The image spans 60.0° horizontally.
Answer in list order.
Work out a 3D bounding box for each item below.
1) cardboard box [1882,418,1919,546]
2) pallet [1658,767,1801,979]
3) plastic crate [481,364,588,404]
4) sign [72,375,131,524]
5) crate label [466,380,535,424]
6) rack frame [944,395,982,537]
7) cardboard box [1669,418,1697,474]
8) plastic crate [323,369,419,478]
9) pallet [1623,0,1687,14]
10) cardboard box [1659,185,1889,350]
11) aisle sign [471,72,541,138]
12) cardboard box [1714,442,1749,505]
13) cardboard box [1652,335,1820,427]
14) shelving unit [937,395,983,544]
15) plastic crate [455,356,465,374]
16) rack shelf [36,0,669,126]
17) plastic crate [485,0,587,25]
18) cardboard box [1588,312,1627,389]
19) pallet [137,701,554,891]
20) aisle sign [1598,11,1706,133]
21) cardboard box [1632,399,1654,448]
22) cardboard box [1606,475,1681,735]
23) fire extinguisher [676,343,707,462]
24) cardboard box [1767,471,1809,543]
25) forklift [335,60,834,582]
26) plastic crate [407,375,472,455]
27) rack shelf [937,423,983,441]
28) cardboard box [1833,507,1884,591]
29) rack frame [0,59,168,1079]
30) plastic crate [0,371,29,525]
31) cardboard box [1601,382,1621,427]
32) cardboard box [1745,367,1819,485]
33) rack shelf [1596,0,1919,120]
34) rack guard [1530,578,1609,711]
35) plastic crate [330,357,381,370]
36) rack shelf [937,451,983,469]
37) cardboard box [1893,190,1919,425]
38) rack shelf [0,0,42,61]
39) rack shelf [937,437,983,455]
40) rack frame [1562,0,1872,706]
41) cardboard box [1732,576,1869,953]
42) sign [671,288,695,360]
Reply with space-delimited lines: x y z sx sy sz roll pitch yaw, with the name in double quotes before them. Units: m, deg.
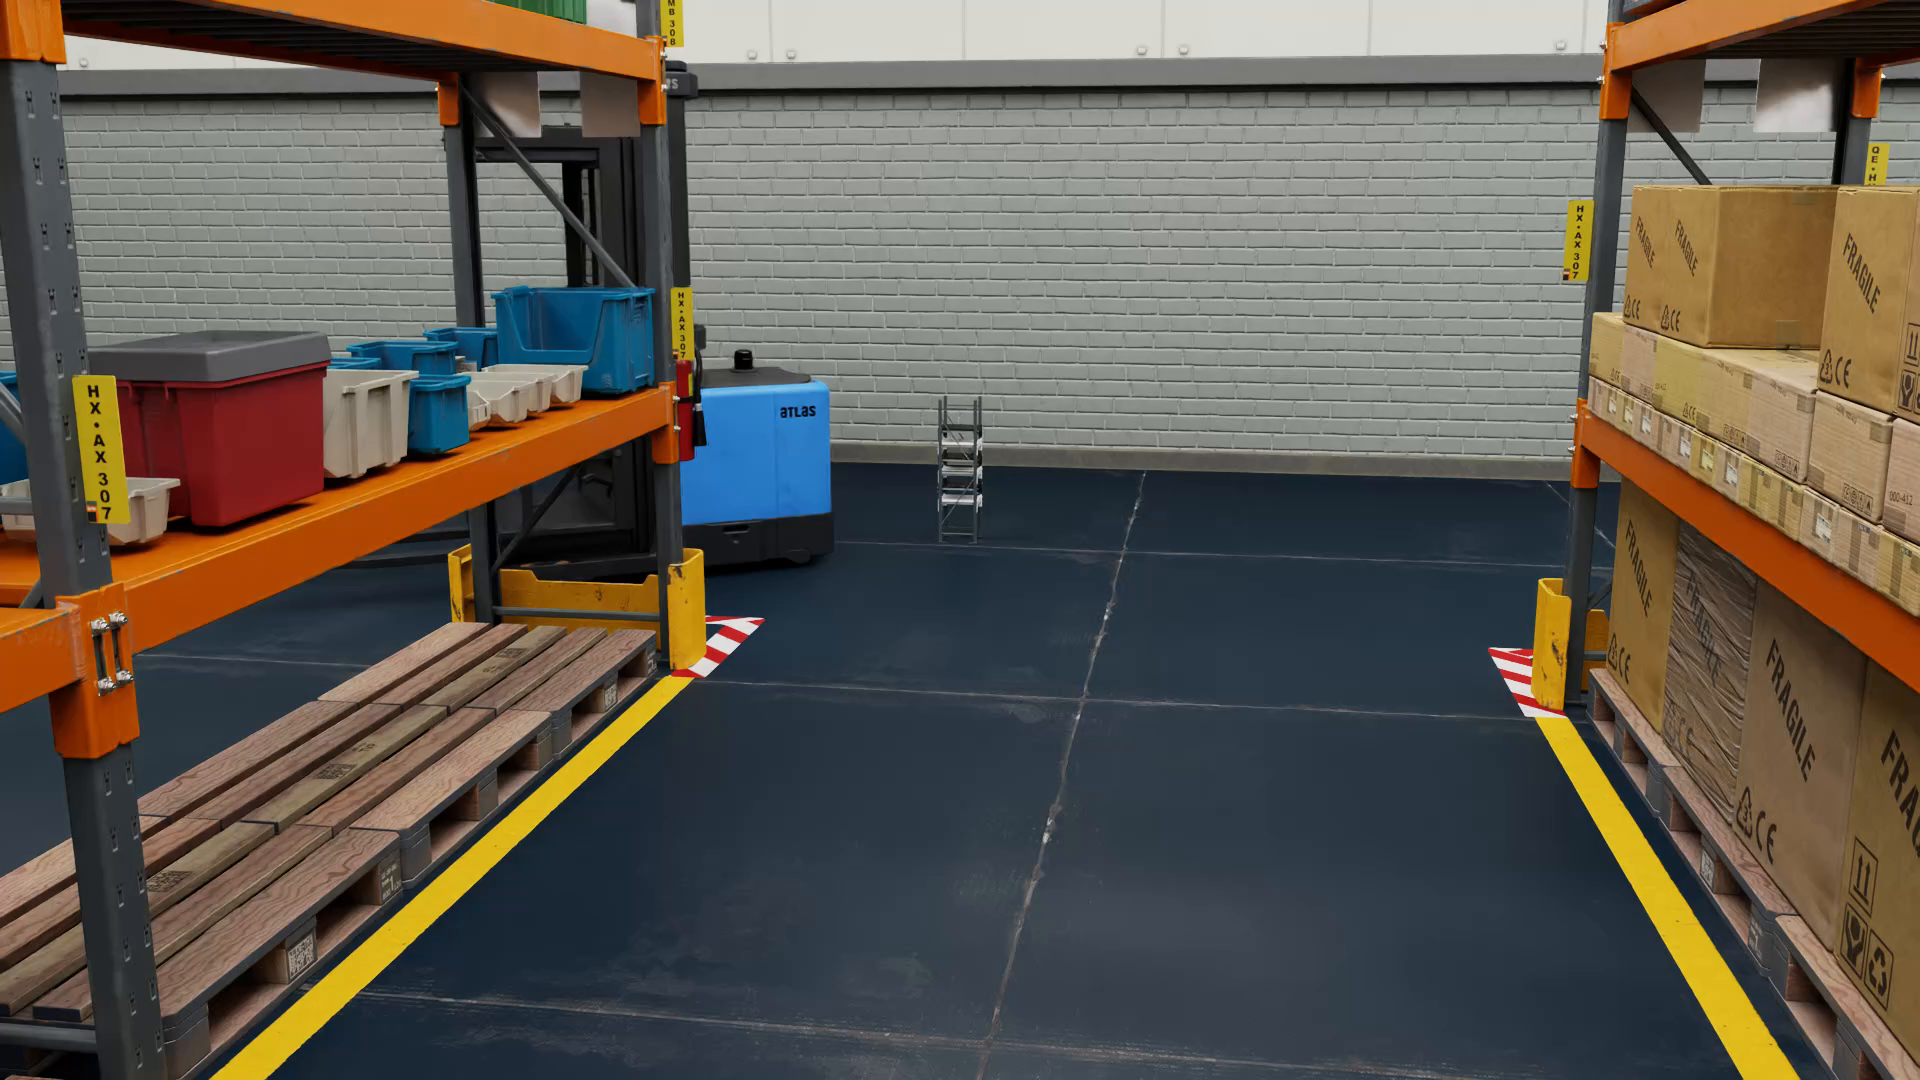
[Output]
"cardboard box" 2.287 -0.091 3.445 0.500 0.250 0.500 2 12 8
"pallet" 2.858 1.034 5.193 1.003 0.211 1.213 2 12 9
"plastic crate" -1.747 -0.636 6.810 0.396 0.136 0.243 2 12 9
"sign" -1.872 -0.196 3.626 0.100 0.325 0.005 2 12 9
"crate label" -1.824 -0.518 6.259 0.396 0.136 0.243 2 12 9
"rack frame" 0.017 -0.463 10.505 0.240 0.900 0.006 2 12 9
"cardboard box" 2.518 -0.297 5.350 0.380 0.149 0.250 2 12 8
"plastic crate" -1.999 -0.362 5.193 0.437 0.282 0.530 2 12 9
"pallet" 2.990 -2.019 5.834 1.003 0.211 1.213 2 12 9
"cardboard box" 2.603 -0.887 5.357 0.500 0.500 0.500 2 12 7
"aisle sign" -2.083 -2.207 7.444 0.394 0.787 0.004 2 12 9
"cardboard box" 2.439 -0.190 4.852 0.380 0.149 0.250 2 12 10
"cardboard box" 2.599 -0.519 5.432 0.500 0.250 0.500 1 12 7
"shelving unit" 0.001 -0.442 10.406 0.258 0.900 0.210 2 12 9
"plastic crate" -2.295 -0.707 7.138 0.250 0.136 0.298 2 12 9
"rack shelf" -2.108 -1.610 5.431 1.077 0.370 4.000 2 12 9
"plastic crate" -1.670 -2.060 6.314 0.450 0.188 0.336 2 12 9
"cardboard box" 2.753 -0.732 6.420 0.500 0.250 0.500 2 12 7
"pallet" -2.155 0.875 5.931 1.003 0.211 1.213 2 12 9
"aisle sign" 2.808 -2.047 6.699 0.394 0.787 0.004 2 12 9
"cardboard box" 2.597 -0.404 5.844 0.380 0.149 0.250 2 12 8
"cardboard box" 3.074 0.218 6.408 0.875 0.875 0.875 2 12 9
"fire extinguisher" -1.328 -0.708 7.728 0.296 0.674 0.183 2 12 9
"cardboard box" 2.360 -0.084 4.359 0.380 0.149 0.250 2 12 10
"forklift" -2.309 -1.262 9.390 3.031 2.935 1.130 -5 13 -23
"plastic crate" -1.863 -0.423 5.592 0.416 0.233 0.300 2 12 9
"rack shelf" 0.001 -0.673 10.357 0.258 0.077 0.200 2 12 9
"cardboard box" 2.281 0.023 3.862 0.380 0.149 0.250 2 12 8
"rack frame" -2.412 -0.079 3.739 0.949 2.616 0.053 2 12 9
"plastic crate" -2.681 -0.209 4.237 0.392 0.384 0.575 2 12 9
"cardboard box" 2.675 -0.512 6.344 0.380 0.149 0.250 2 12 8
"cardboard box" 2.443 -0.305 4.439 0.500 0.250 0.500 2 12 10
"rack shelf" 2.786 -1.449 4.687 1.077 0.370 4.000 2 12 9
"rack guard" 3.097 0.466 7.145 1.175 0.500 0.348 2 12 9
"plastic crate" -2.366 -0.544 6.154 0.416 0.233 0.300 2 12 9
"rack shelf" 0.001 -0.497 10.394 0.258 0.077 0.200 2 12 9
"cardboard box" 2.285 -0.461 3.385 0.500 0.500 0.500 2 12 10
"rack shelf" -2.723 -0.777 1.568 1.077 0.370 4.000 2 12 9
"rack shelf" 0.001 -0.585 10.376 0.258 0.077 0.200 2 12 9
"rack frame" 3.094 -0.751 6.859 1.000 3.000 0.127 2 12 9
"cardboard box" 2.798 0.593 4.669 0.875 0.875 0.875 2 12 9
"sign" -1.254 -0.977 7.519 0.100 0.325 0.005 2 12 9
